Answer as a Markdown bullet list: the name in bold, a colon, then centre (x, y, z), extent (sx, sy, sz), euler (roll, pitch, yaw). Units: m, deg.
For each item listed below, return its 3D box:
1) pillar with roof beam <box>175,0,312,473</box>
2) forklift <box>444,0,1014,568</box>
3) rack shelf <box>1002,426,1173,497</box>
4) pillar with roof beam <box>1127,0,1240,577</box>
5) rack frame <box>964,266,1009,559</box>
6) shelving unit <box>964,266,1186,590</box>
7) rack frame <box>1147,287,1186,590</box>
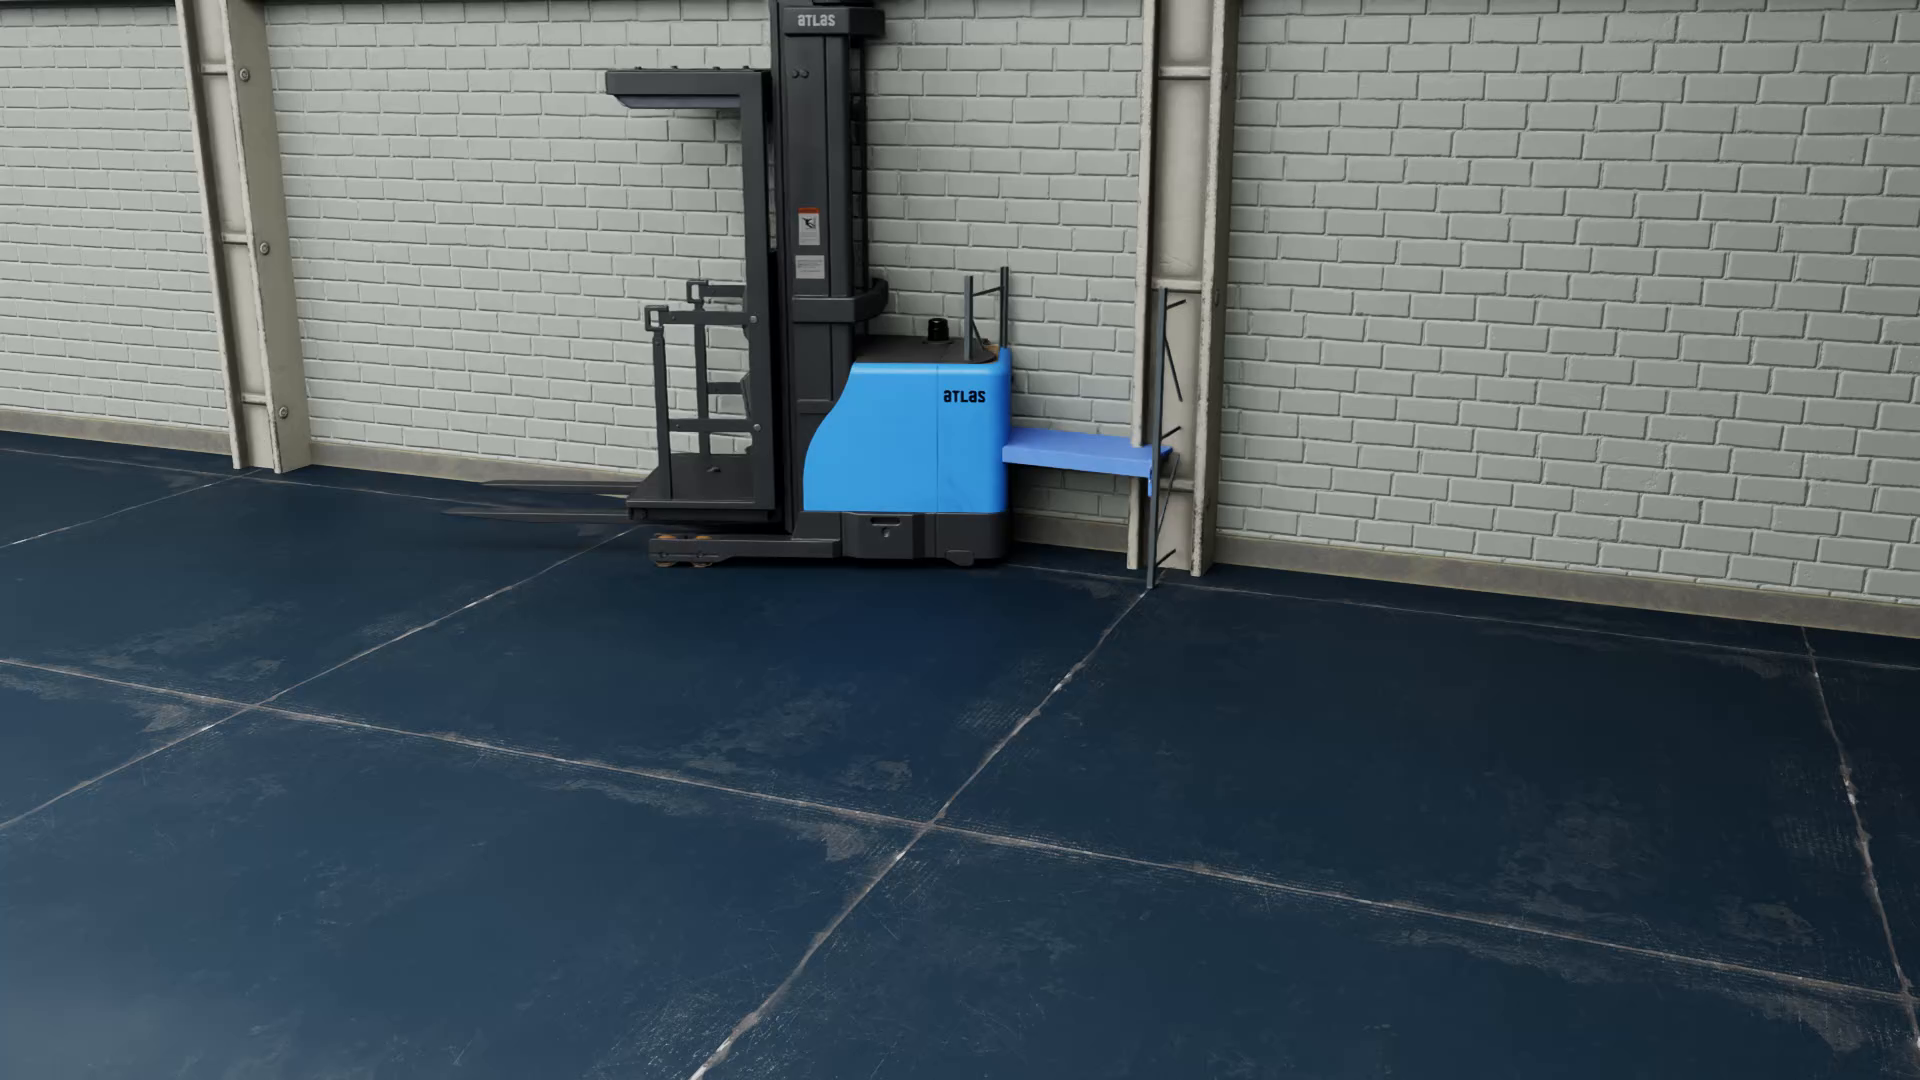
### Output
- **pillar with roof beam**: centre (-6.053, -3.691, 5.746), extent (0.400, 9.000, 9.100), euler (6, 17, 21)
- **forklift**: centre (-1.229, -1.409, 8.771), extent (3.031, 2.935, 1.130), euler (1, 16, 3)
- **rack shelf**: centre (0.594, -0.423, 8.579), extent (1.000, 0.185, 0.538), euler (7, 17, 23)
- **pillar with roof beam**: centre (-0.471, -3.077, 3.631), extent (0.400, 9.000, 9.100), euler (6, 17, 21)
- **rack frame**: centre (0.133, -0.657, 8.734), extent (0.032, 1.500, 0.500), euler (7, 17, 23)
- **shelving unit**: centre (0.595, -0.596, 8.531), extent (1.048, 1.500, 0.538), euler (7, 17, 23)
- **rack frame**: centre (1.058, -0.536, 8.328), extent (0.032, 1.500, 0.500), euler (7, 17, 23)
